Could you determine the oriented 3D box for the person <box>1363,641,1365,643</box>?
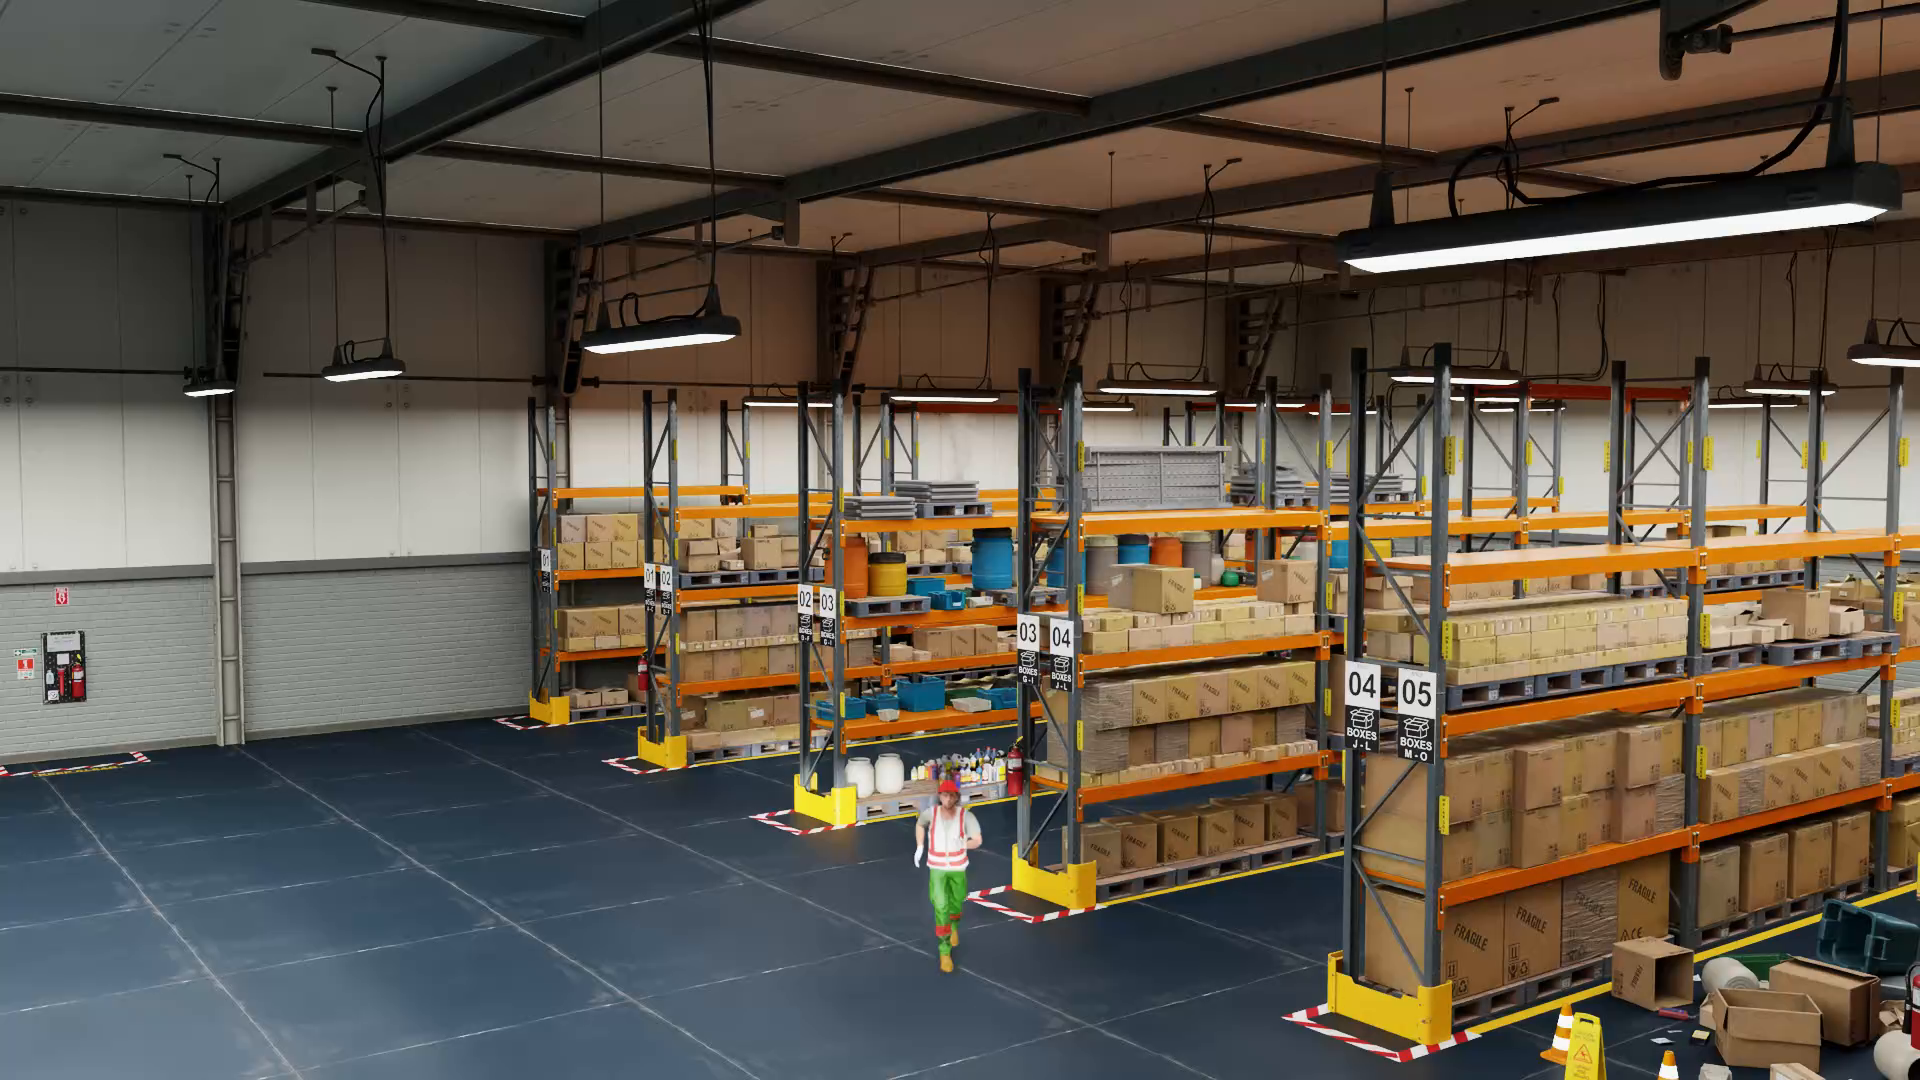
[{"bbox_3d":[7.834,2.301,33.468,0.698,1.774,0.853,3,4,41],"label":"person"}]

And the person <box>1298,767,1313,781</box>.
[{"bbox_3d":[5.459,2.899,25.555,0.770,1.561,0.539,-3,5,-43],"label":"person"}]

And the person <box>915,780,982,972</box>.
[{"bbox_3d":[-0.116,3.258,16.504,0.660,1.790,0.984,0,3,-3],"label":"person"}]
